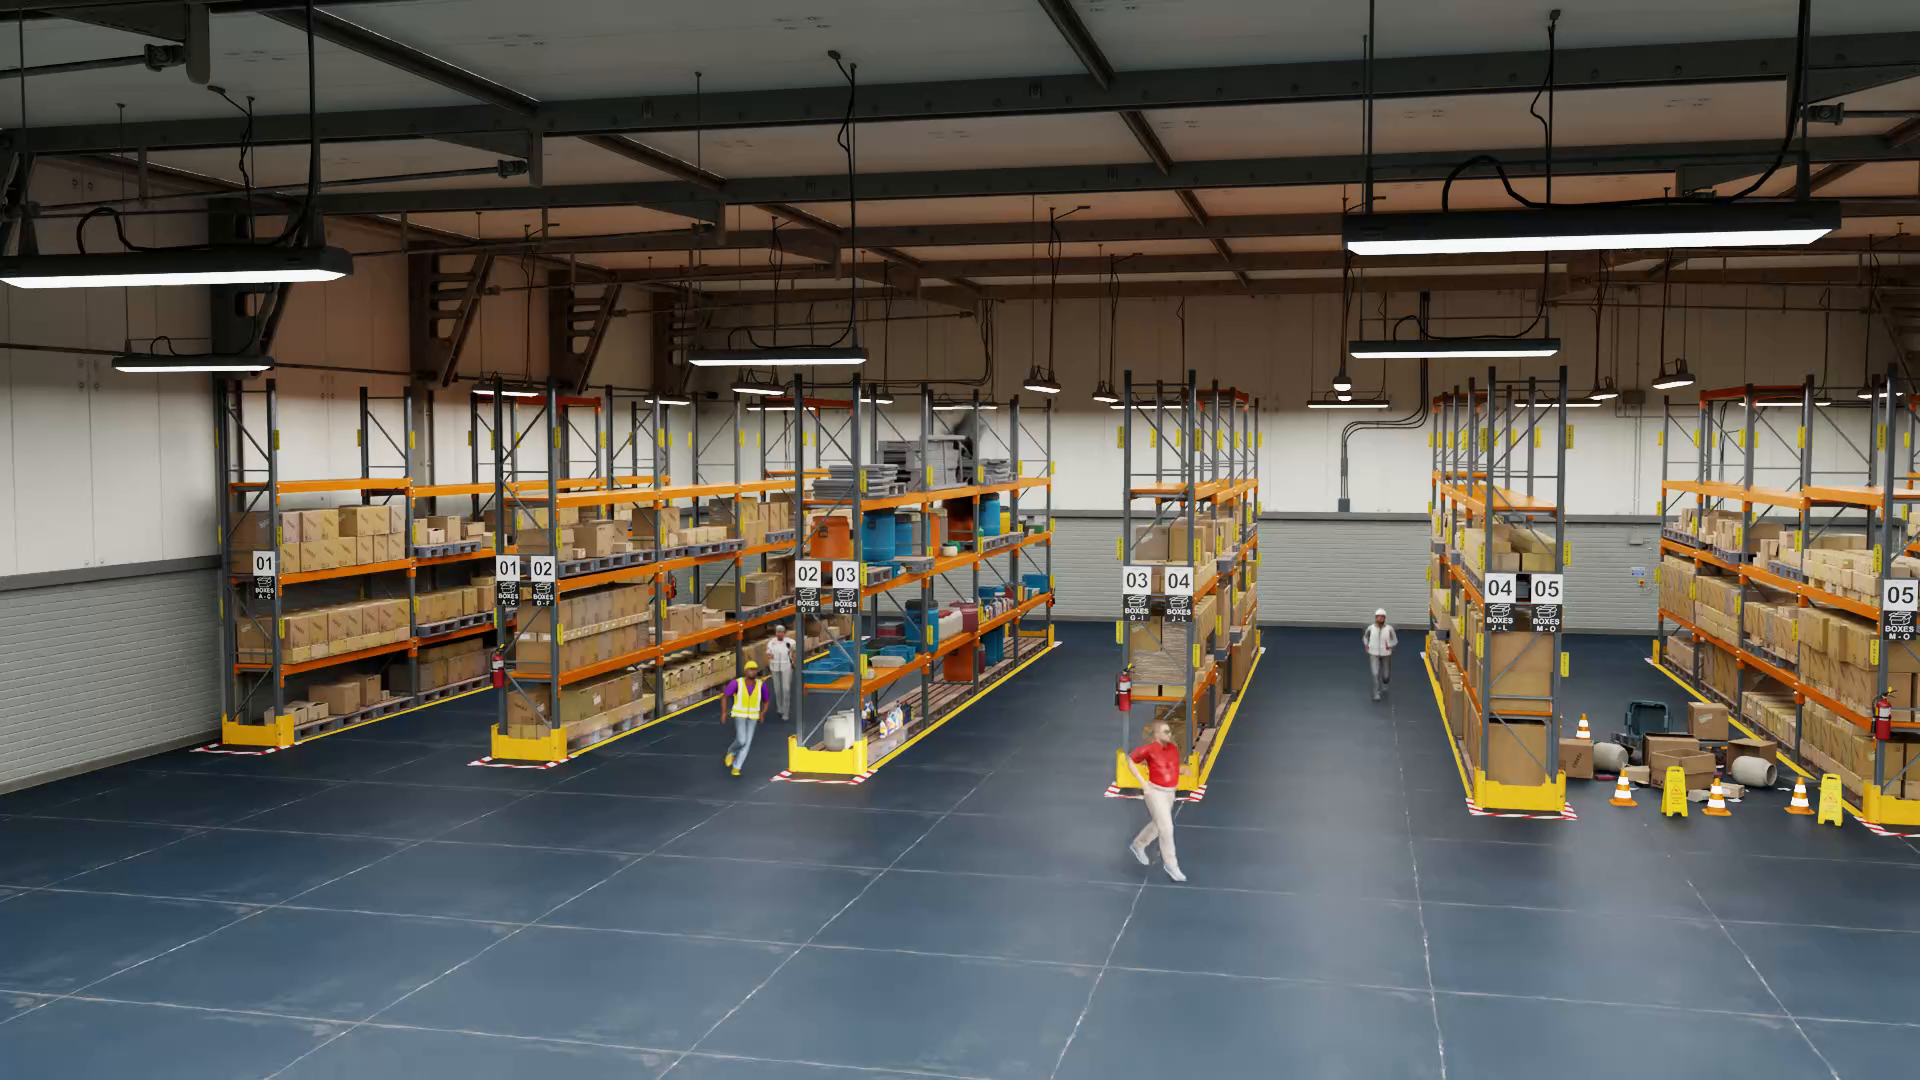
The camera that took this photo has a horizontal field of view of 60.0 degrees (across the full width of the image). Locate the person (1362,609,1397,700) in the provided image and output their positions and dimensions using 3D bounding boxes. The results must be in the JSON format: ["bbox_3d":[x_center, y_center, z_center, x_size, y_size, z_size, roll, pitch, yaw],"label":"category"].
[{"bbox_3d":[8.123,2.206,32.195,0.666,1.732,0.753,1,4,16],"label":"person"}]

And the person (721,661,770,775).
[{"bbox_3d":[-3.179,2.667,24.878,0.747,1.686,0.530,-1,4,-21],"label":"person"}]

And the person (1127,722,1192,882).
[{"bbox_3d":[2.307,2.985,19.212,0.911,1.776,0.653,3,5,43],"label":"person"}]

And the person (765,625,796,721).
[{"bbox_3d":[-3.225,2.376,30.000,0.550,1.715,0.821,0,3,5],"label":"person"}]
